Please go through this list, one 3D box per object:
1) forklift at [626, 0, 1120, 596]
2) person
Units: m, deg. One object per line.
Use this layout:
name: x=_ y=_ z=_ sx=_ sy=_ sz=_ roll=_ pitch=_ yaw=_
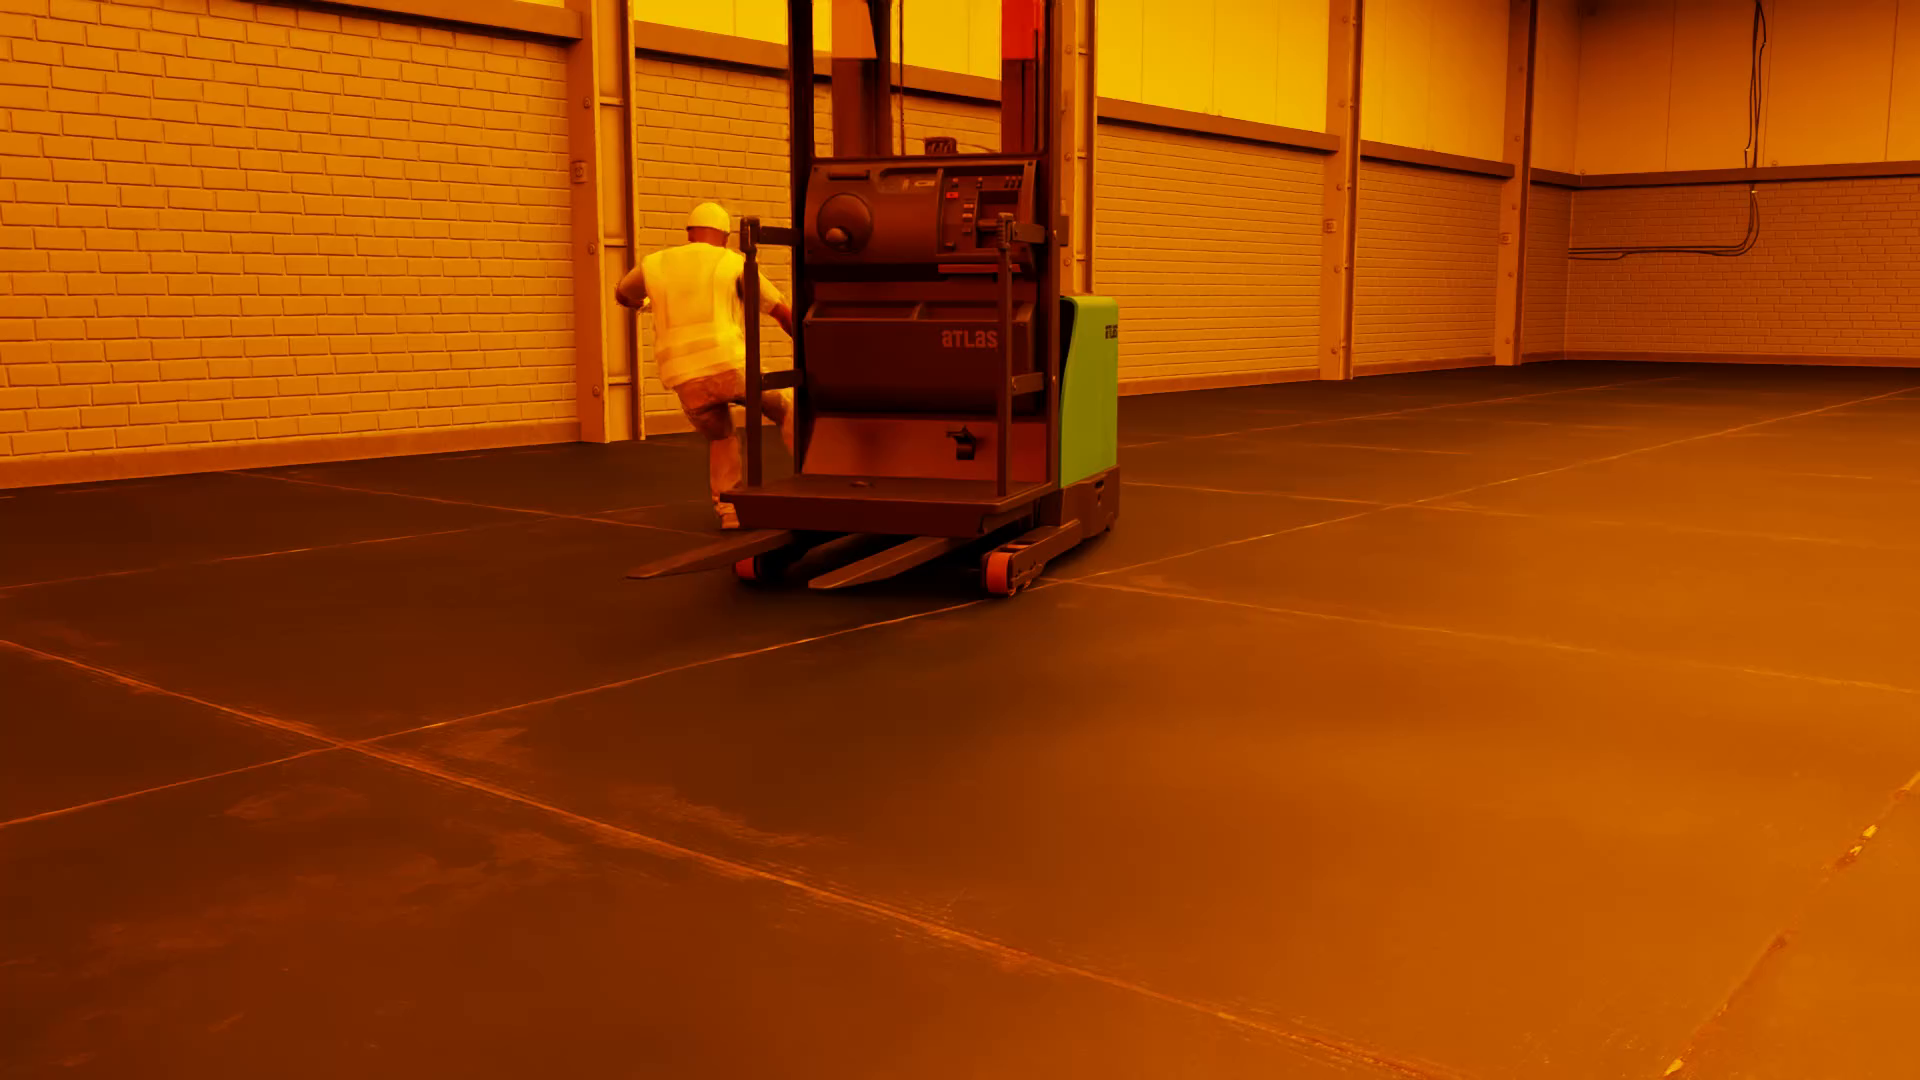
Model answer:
forklift: x=-0.226 y=-1.311 z=6.239 sx=1.130 sy=2.935 sz=3.031 roll=3 pitch=9 yaw=18
person: x=-1.004 y=-0.832 z=7.920 sx=1.308 sy=1.530 sz=0.931 roll=1 pitch=8 yaw=4
